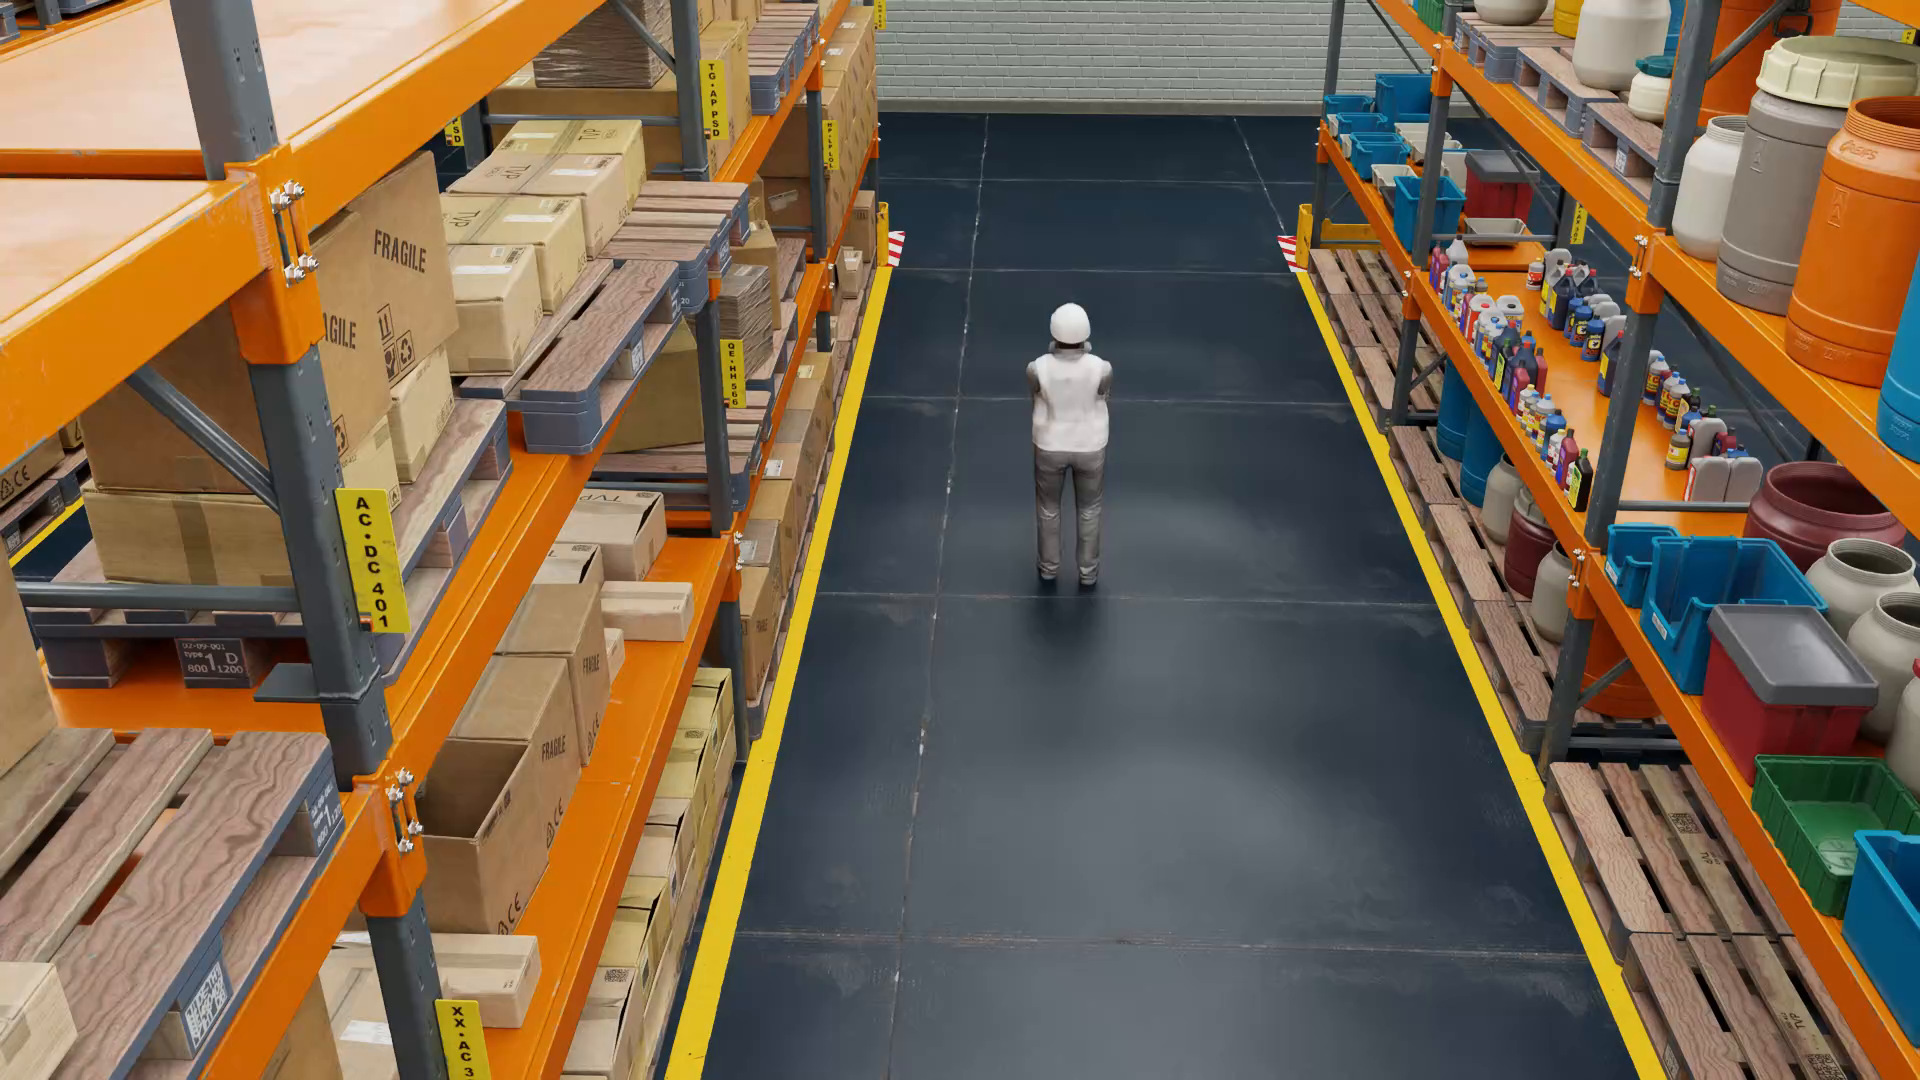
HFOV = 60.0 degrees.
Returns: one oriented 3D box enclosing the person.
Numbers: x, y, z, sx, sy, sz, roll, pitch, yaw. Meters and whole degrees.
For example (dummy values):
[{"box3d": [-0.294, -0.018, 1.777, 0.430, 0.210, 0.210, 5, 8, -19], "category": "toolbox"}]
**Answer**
[{"box3d": [0.625, -0.596, 9.734, 0.494, 1.762, 0.563, 1, 28, 2], "category": "person"}]
